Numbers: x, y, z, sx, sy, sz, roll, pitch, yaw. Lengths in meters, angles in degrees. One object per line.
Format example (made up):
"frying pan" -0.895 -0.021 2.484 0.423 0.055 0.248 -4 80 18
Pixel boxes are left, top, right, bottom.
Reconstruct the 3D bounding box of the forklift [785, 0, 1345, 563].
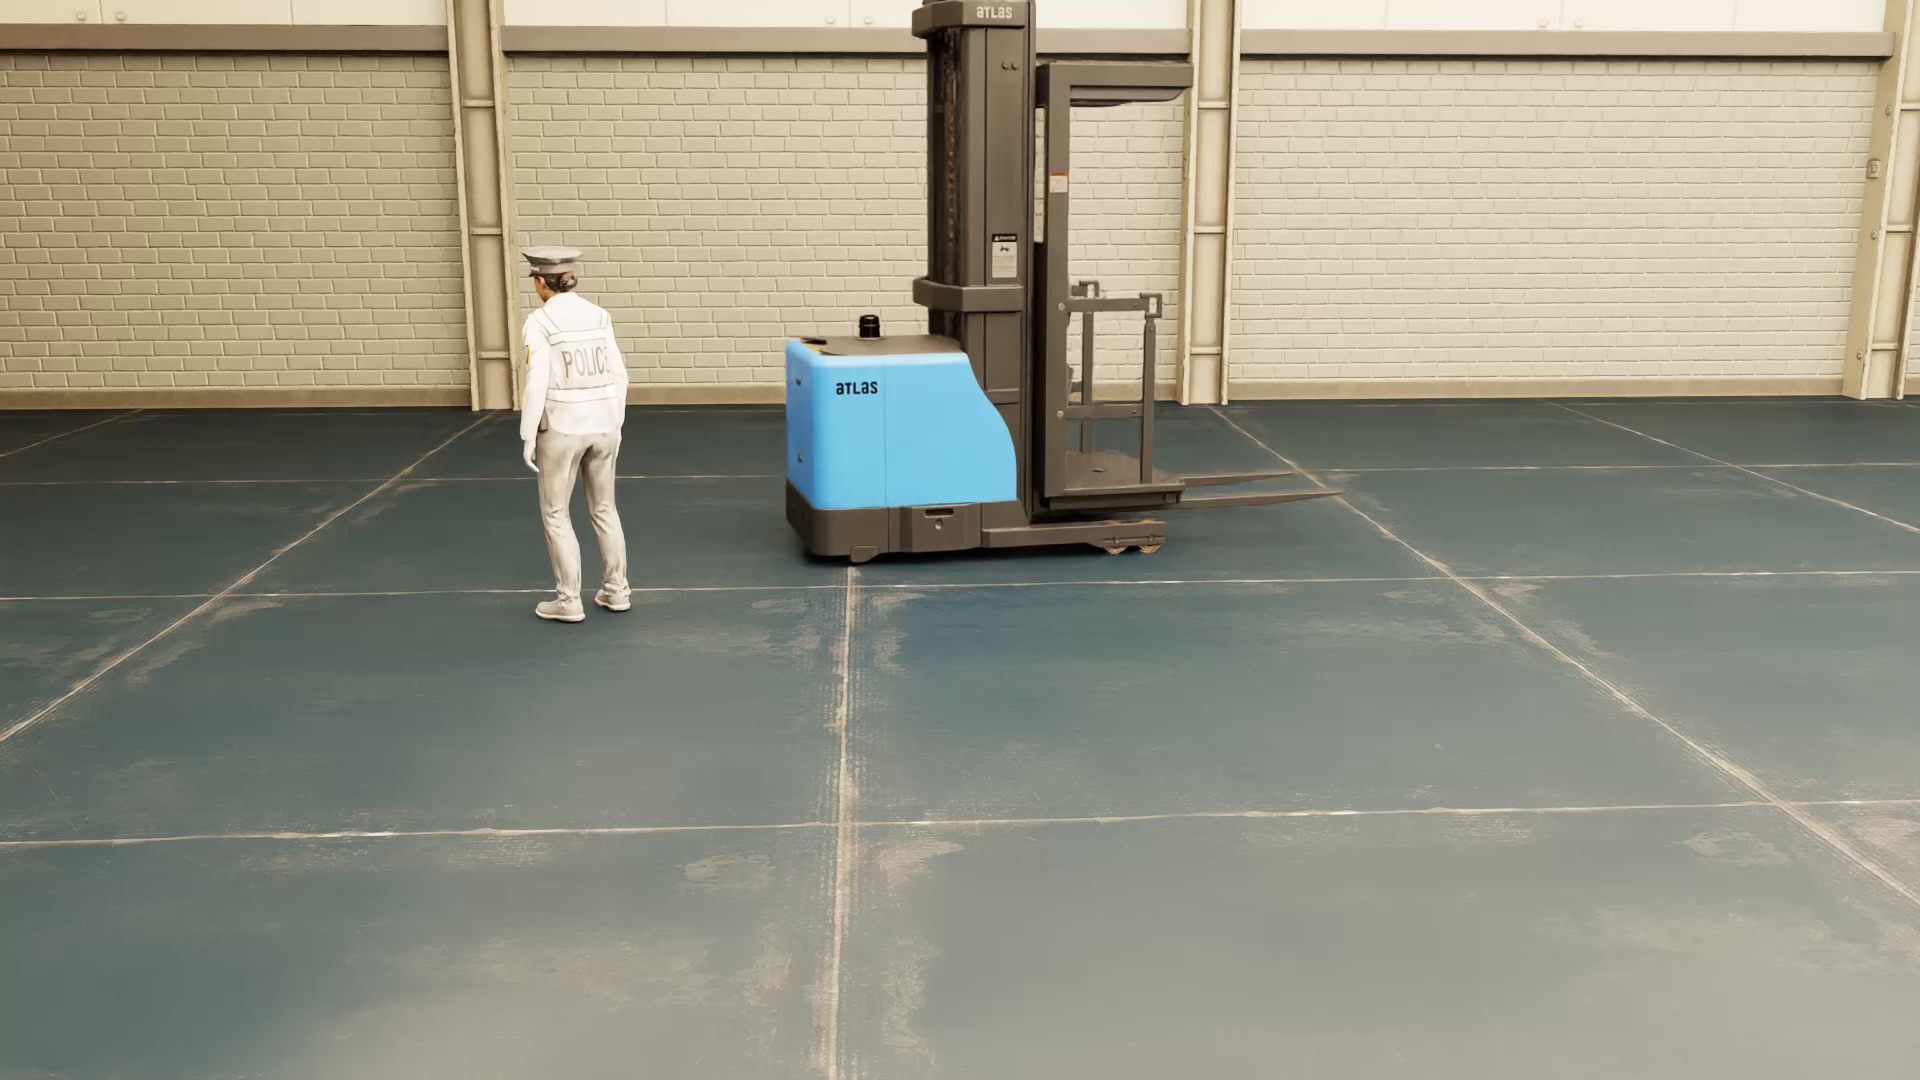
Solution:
"forklift" 0.603 -1.468 8.951 3.031 2.935 1.130 -3 13 -14

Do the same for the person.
"person" -1.721 -0.467 7.407 0.375 1.659 0.534 12 17 43
